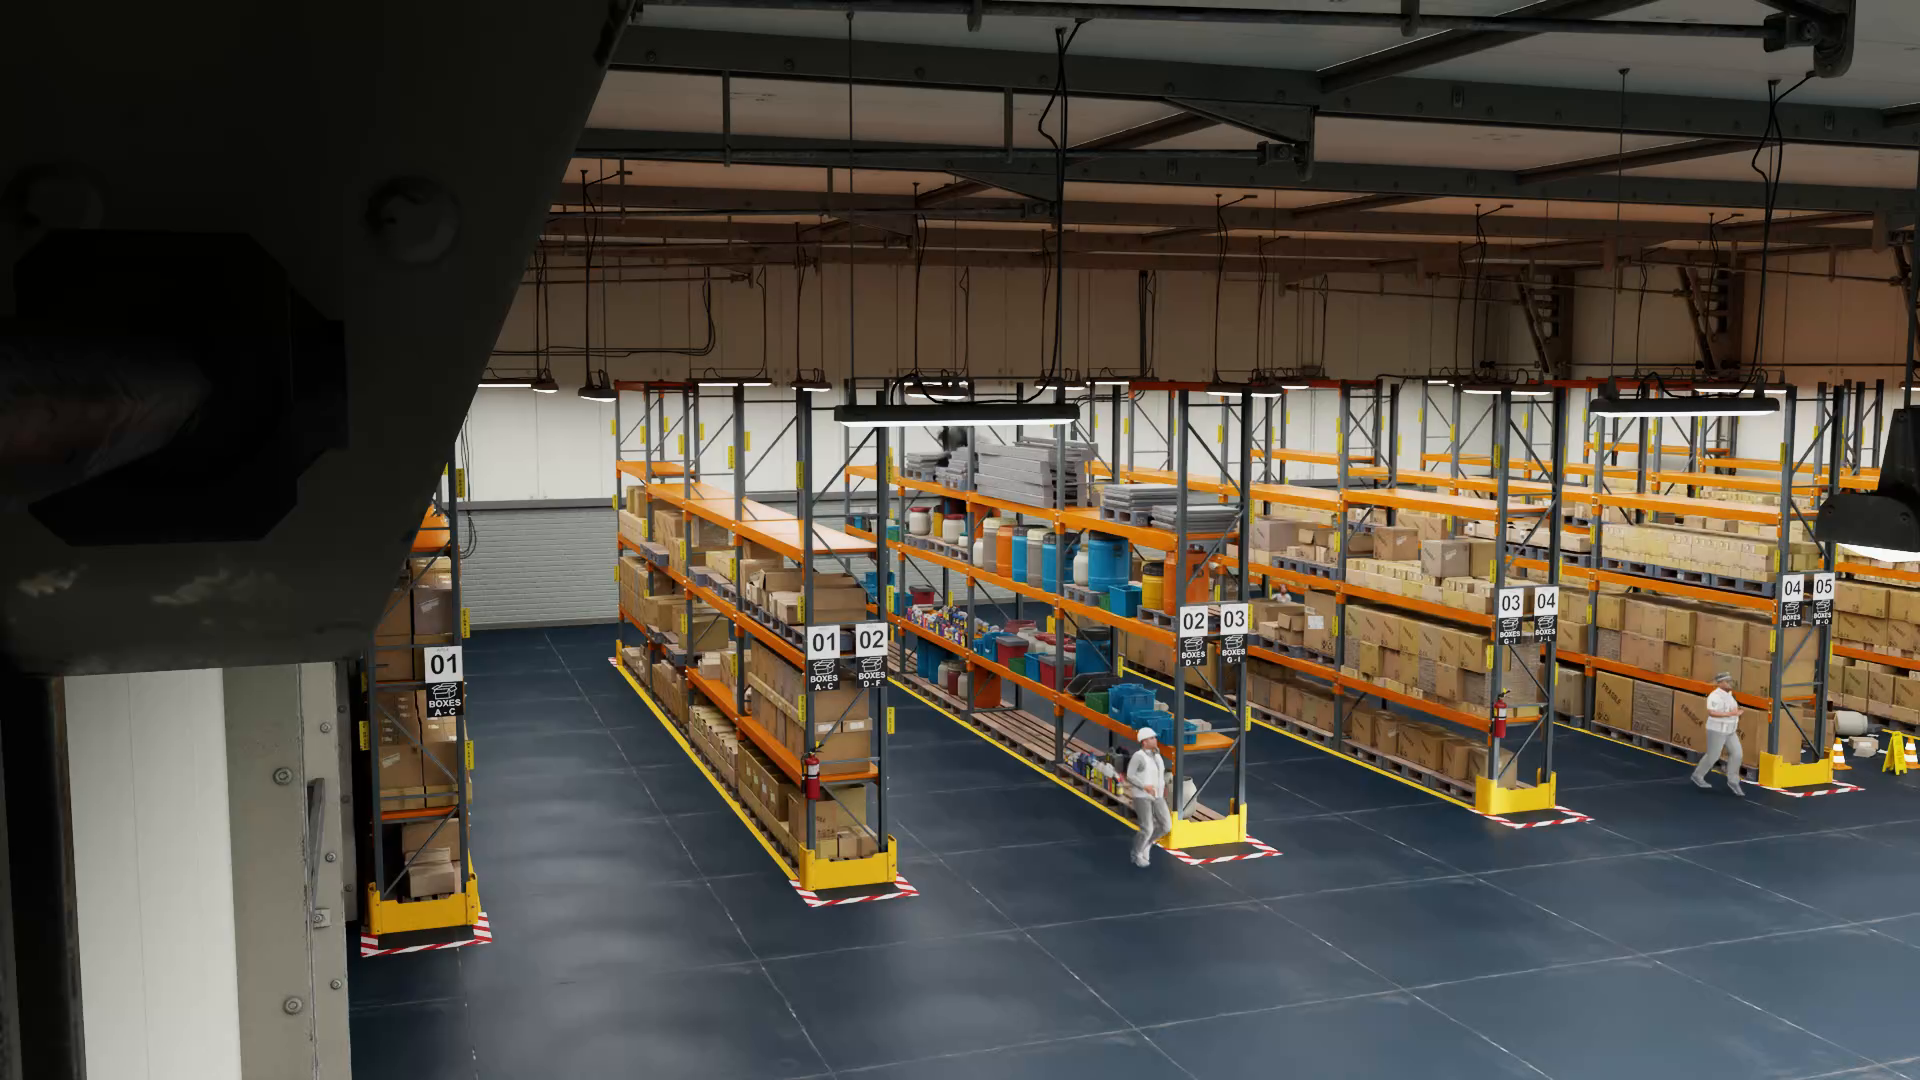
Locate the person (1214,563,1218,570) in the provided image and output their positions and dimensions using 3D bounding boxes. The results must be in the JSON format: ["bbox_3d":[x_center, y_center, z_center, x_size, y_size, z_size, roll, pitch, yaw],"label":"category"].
[{"bbox_3d":[5.975,1.395,38.597,0.708,1.762,0.735,-1,6,-7],"label":"person"}]

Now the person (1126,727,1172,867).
[{"bbox_3d":[2.430,3.249,21.051,0.685,1.742,0.523,-6,8,-42],"label":"person"}]

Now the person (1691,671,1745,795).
[{"bbox_3d":[11.247,2.856,24.619,0.651,1.870,0.733,-4,7,-35],"label":"person"}]

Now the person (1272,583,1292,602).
[{"bbox_3d":[7.001,1.739,36.119,0.508,1.596,0.666,-2,6,-18],"label":"person"}]
